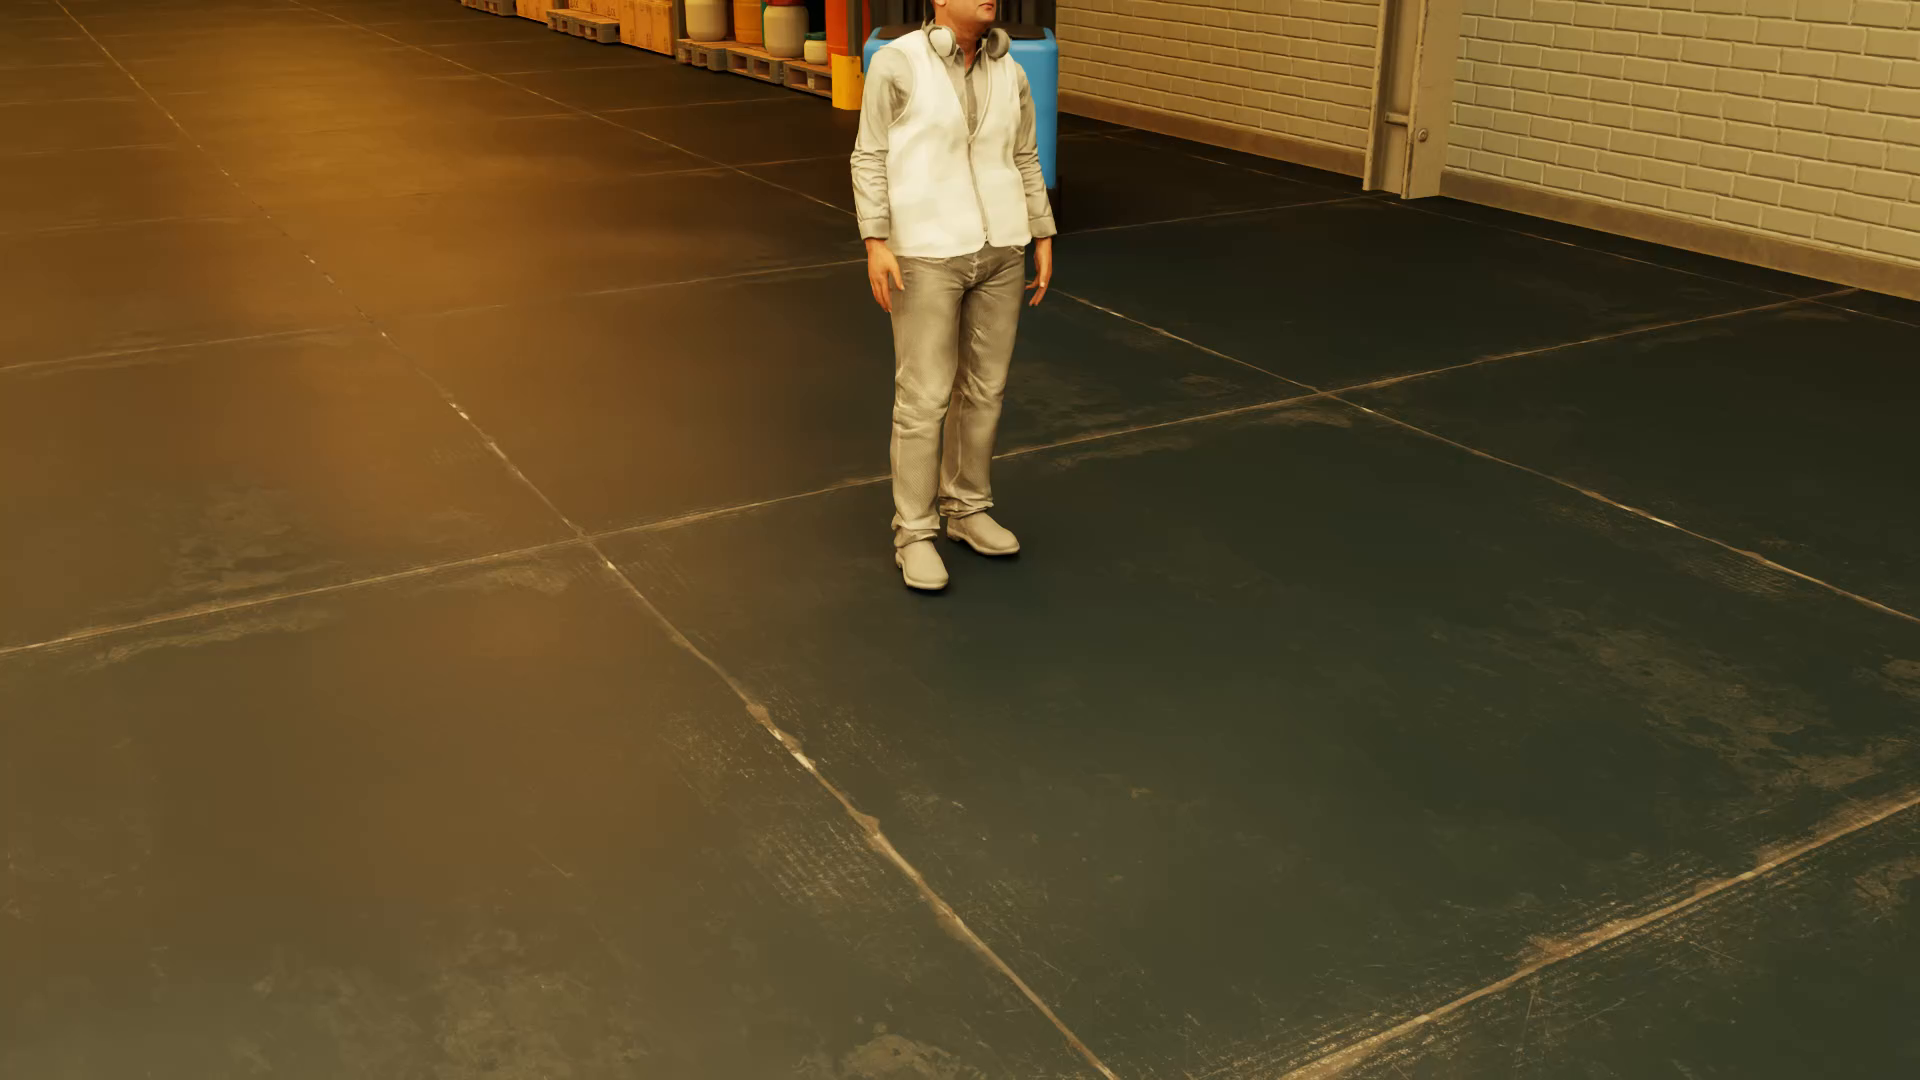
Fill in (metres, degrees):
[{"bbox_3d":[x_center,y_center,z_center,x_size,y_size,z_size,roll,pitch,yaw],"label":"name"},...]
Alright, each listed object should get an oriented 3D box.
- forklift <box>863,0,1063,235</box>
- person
[{"bbox_3d":[0.021,-3.504,9.813,1.130,2.935,3.031,0,22,1],"label":"forklift"},{"bbox_3d":[0.024,-0.806,4.742,0.632,1.773,0.568,-12,25,-28],"label":"person"}]
